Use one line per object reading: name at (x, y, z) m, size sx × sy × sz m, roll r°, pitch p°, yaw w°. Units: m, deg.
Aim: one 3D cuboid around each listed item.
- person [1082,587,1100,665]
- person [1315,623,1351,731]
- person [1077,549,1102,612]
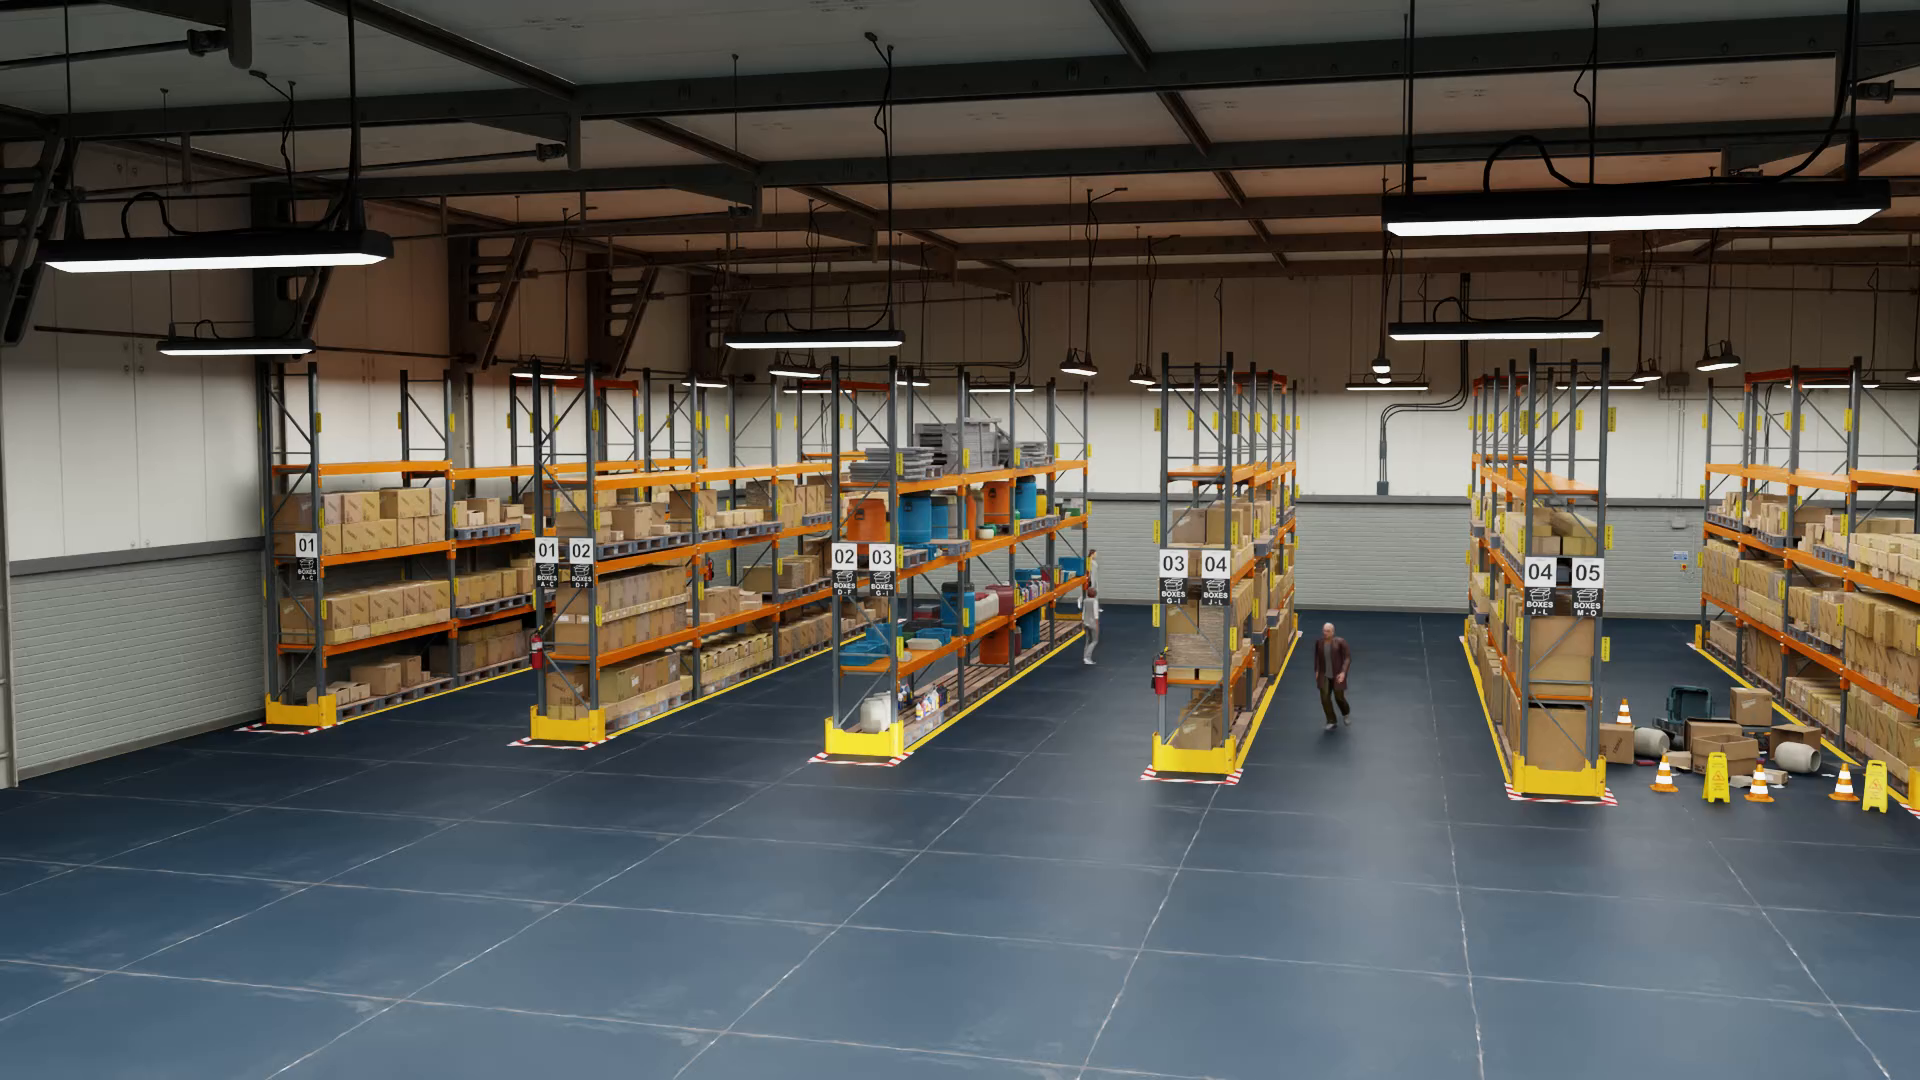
person at (2.687, 1.838, 34.470) m, size 0.431 × 1.490 × 0.457 m, roll -3°, pitch 5°, yaw -39°
person at (6.137, 2.215, 27.278) m, size 0.641 × 1.757 × 0.751 m, roll 2°, pitch 5°, yaw 31°
person at (3.440, 1.066, 43.995) m, size 0.634 × 1.663 × 0.484 m, roll 2°, pitch 5°, yaw 28°
